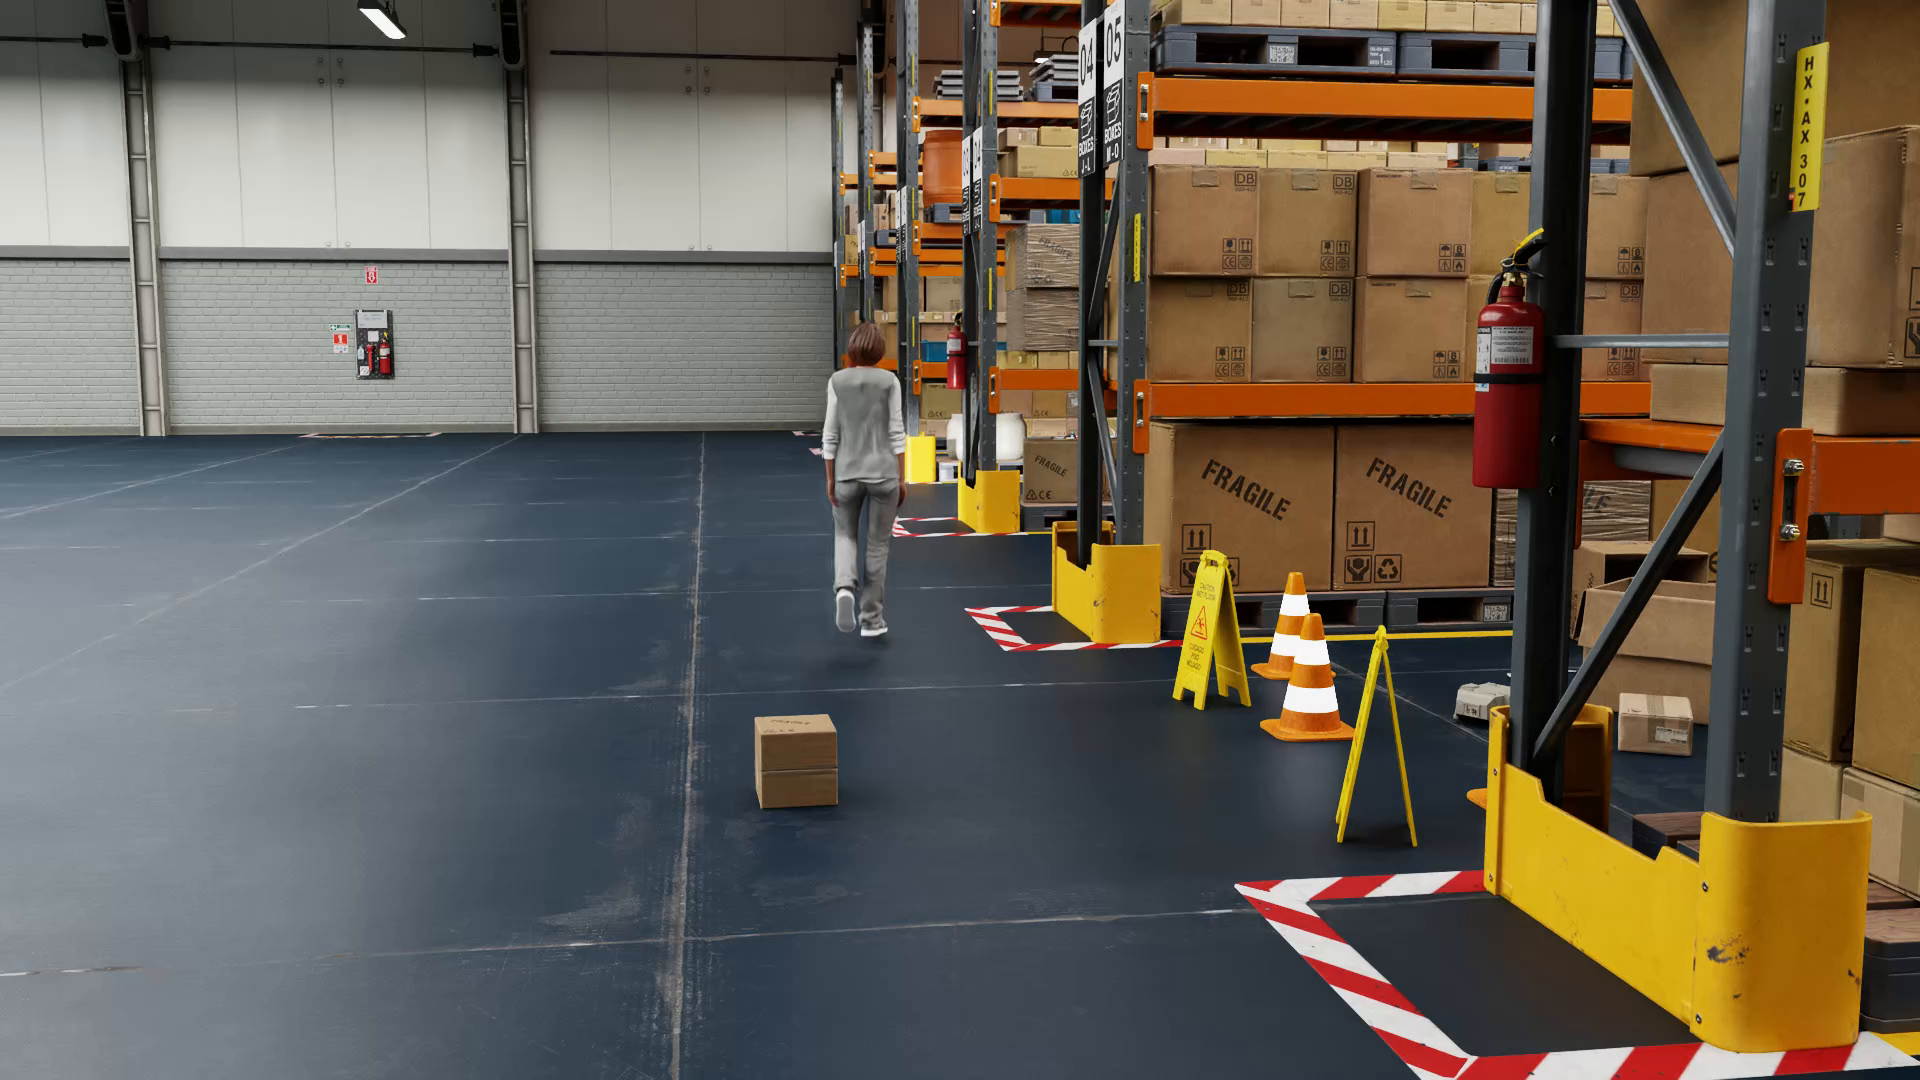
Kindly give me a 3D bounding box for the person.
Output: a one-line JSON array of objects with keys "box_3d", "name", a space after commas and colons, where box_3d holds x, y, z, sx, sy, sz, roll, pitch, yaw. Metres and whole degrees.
[{"box_3d": [-0.480, -0.296, 8.340, 0.414, 1.590, 0.449, 1, 7, 5], "name": "person"}]
